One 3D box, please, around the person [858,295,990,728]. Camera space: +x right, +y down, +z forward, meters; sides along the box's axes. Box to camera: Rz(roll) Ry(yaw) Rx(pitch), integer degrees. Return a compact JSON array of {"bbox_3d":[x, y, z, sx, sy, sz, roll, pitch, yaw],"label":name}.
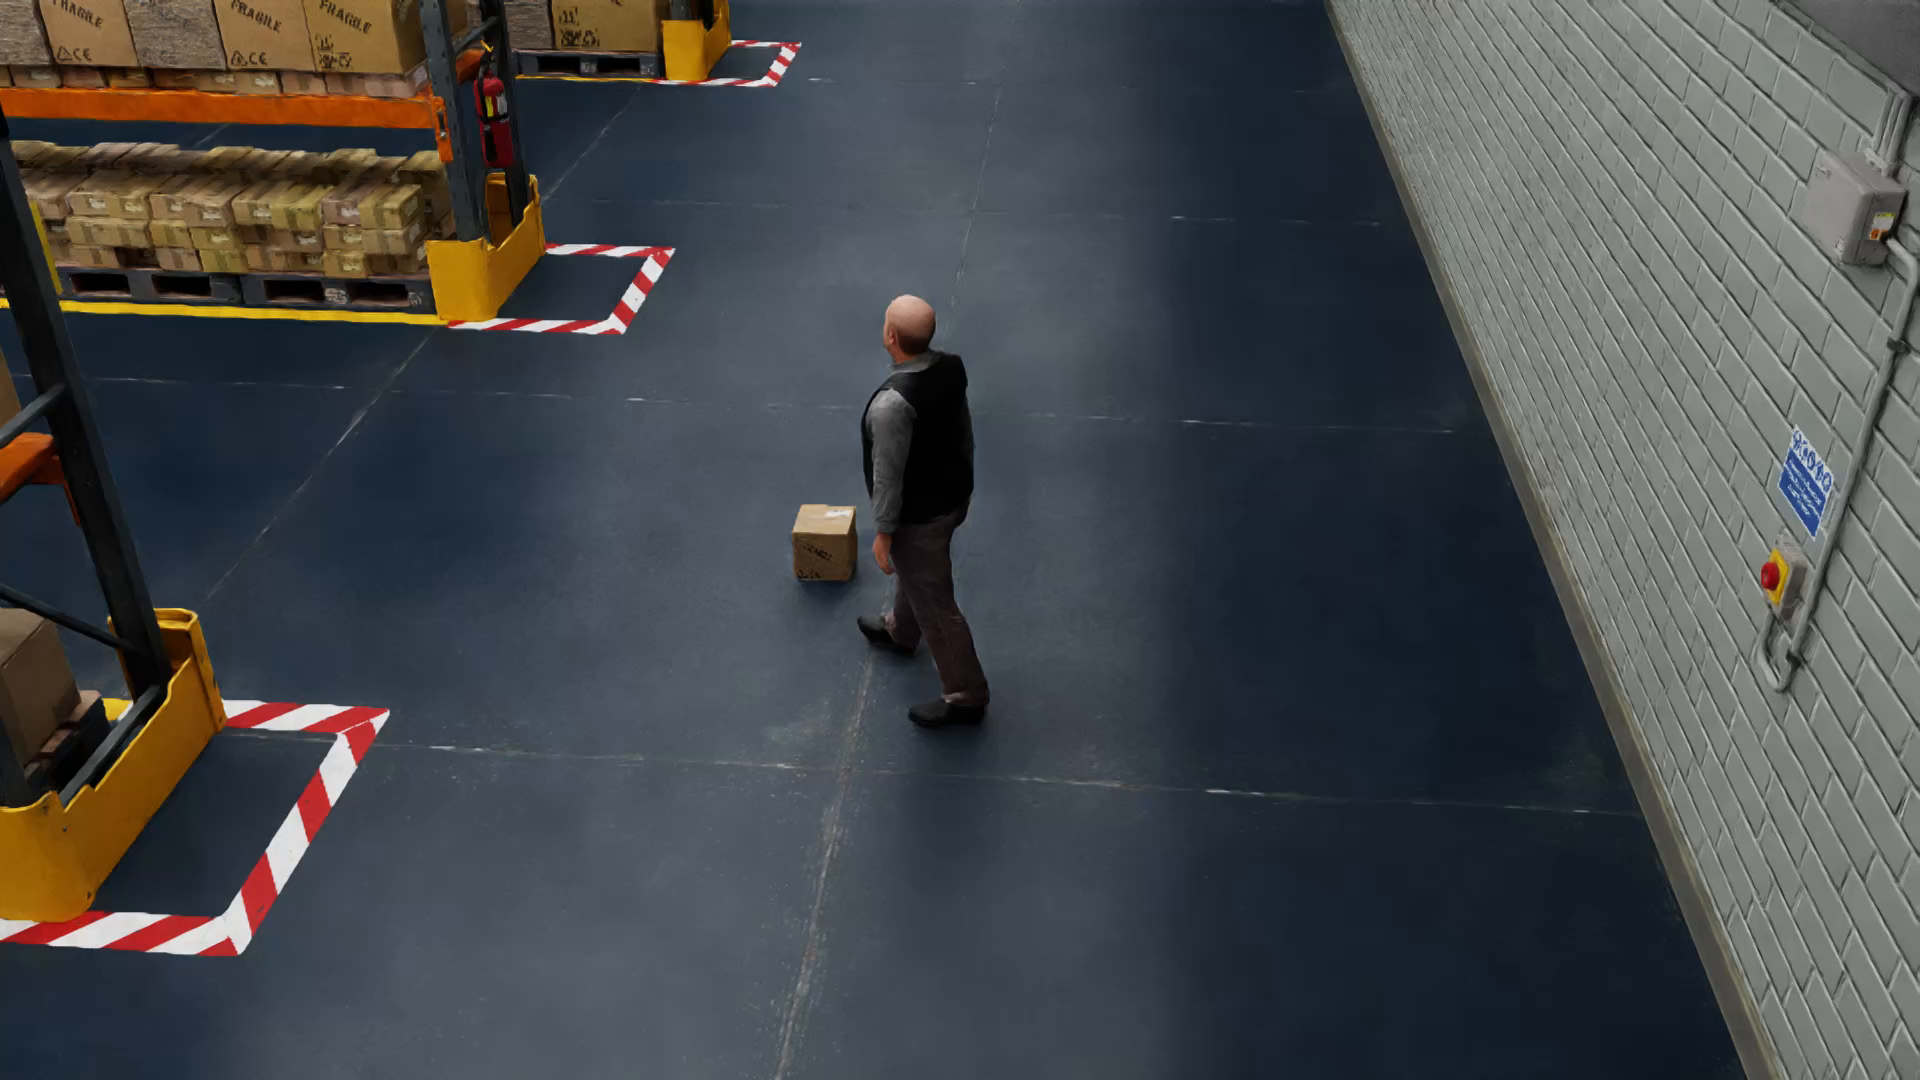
[{"bbox_3d":[-0.190,-0.141,6.370,0.765,1.699,0.612,15,35,22],"label":"person"}]
